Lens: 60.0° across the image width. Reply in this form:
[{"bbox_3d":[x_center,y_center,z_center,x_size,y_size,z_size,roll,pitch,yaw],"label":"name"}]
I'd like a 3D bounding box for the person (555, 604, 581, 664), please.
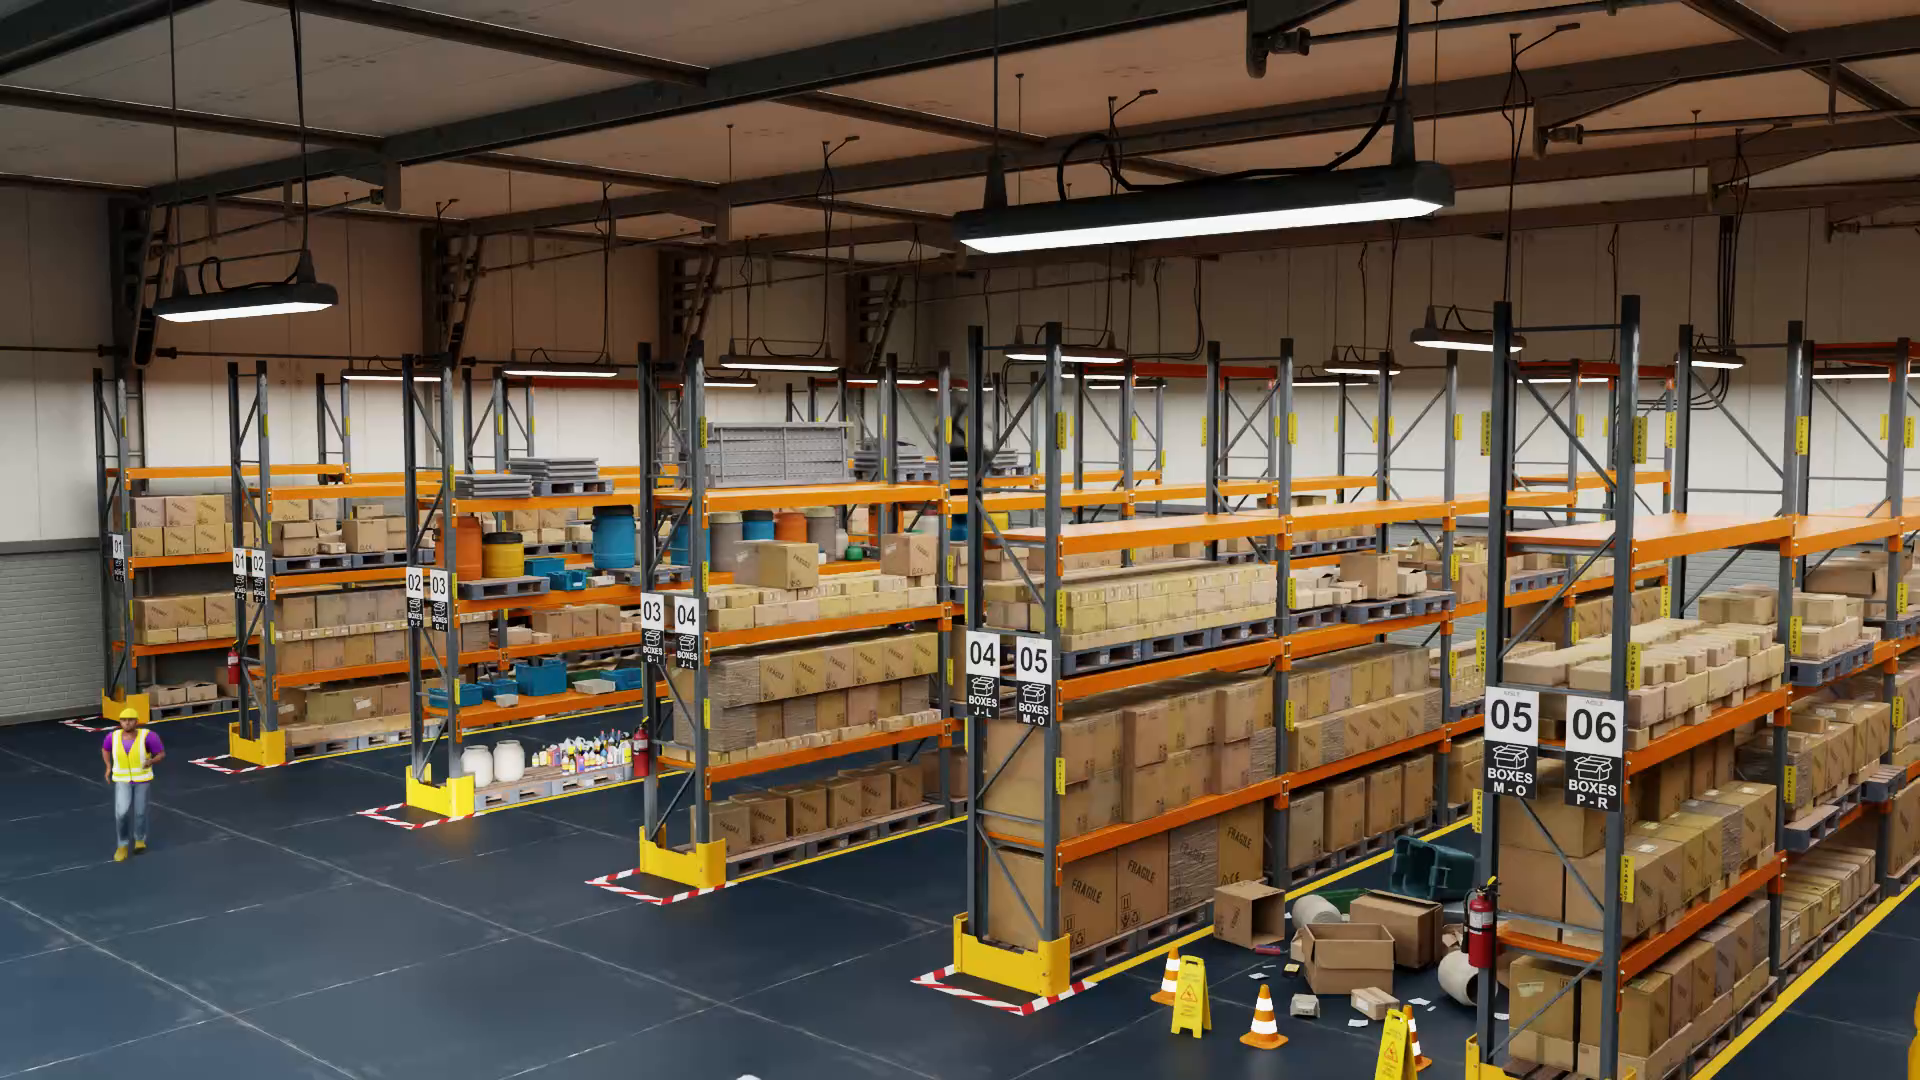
[{"bbox_3d":[-7.301,2.062,31.189,0.574,1.738,0.754,4,6,44],"label":"person"}]

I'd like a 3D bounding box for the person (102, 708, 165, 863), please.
[{"bbox_3d":[-9.694,2.855,19.514,0.687,1.802,0.748,-2,5,-22],"label":"person"}]
